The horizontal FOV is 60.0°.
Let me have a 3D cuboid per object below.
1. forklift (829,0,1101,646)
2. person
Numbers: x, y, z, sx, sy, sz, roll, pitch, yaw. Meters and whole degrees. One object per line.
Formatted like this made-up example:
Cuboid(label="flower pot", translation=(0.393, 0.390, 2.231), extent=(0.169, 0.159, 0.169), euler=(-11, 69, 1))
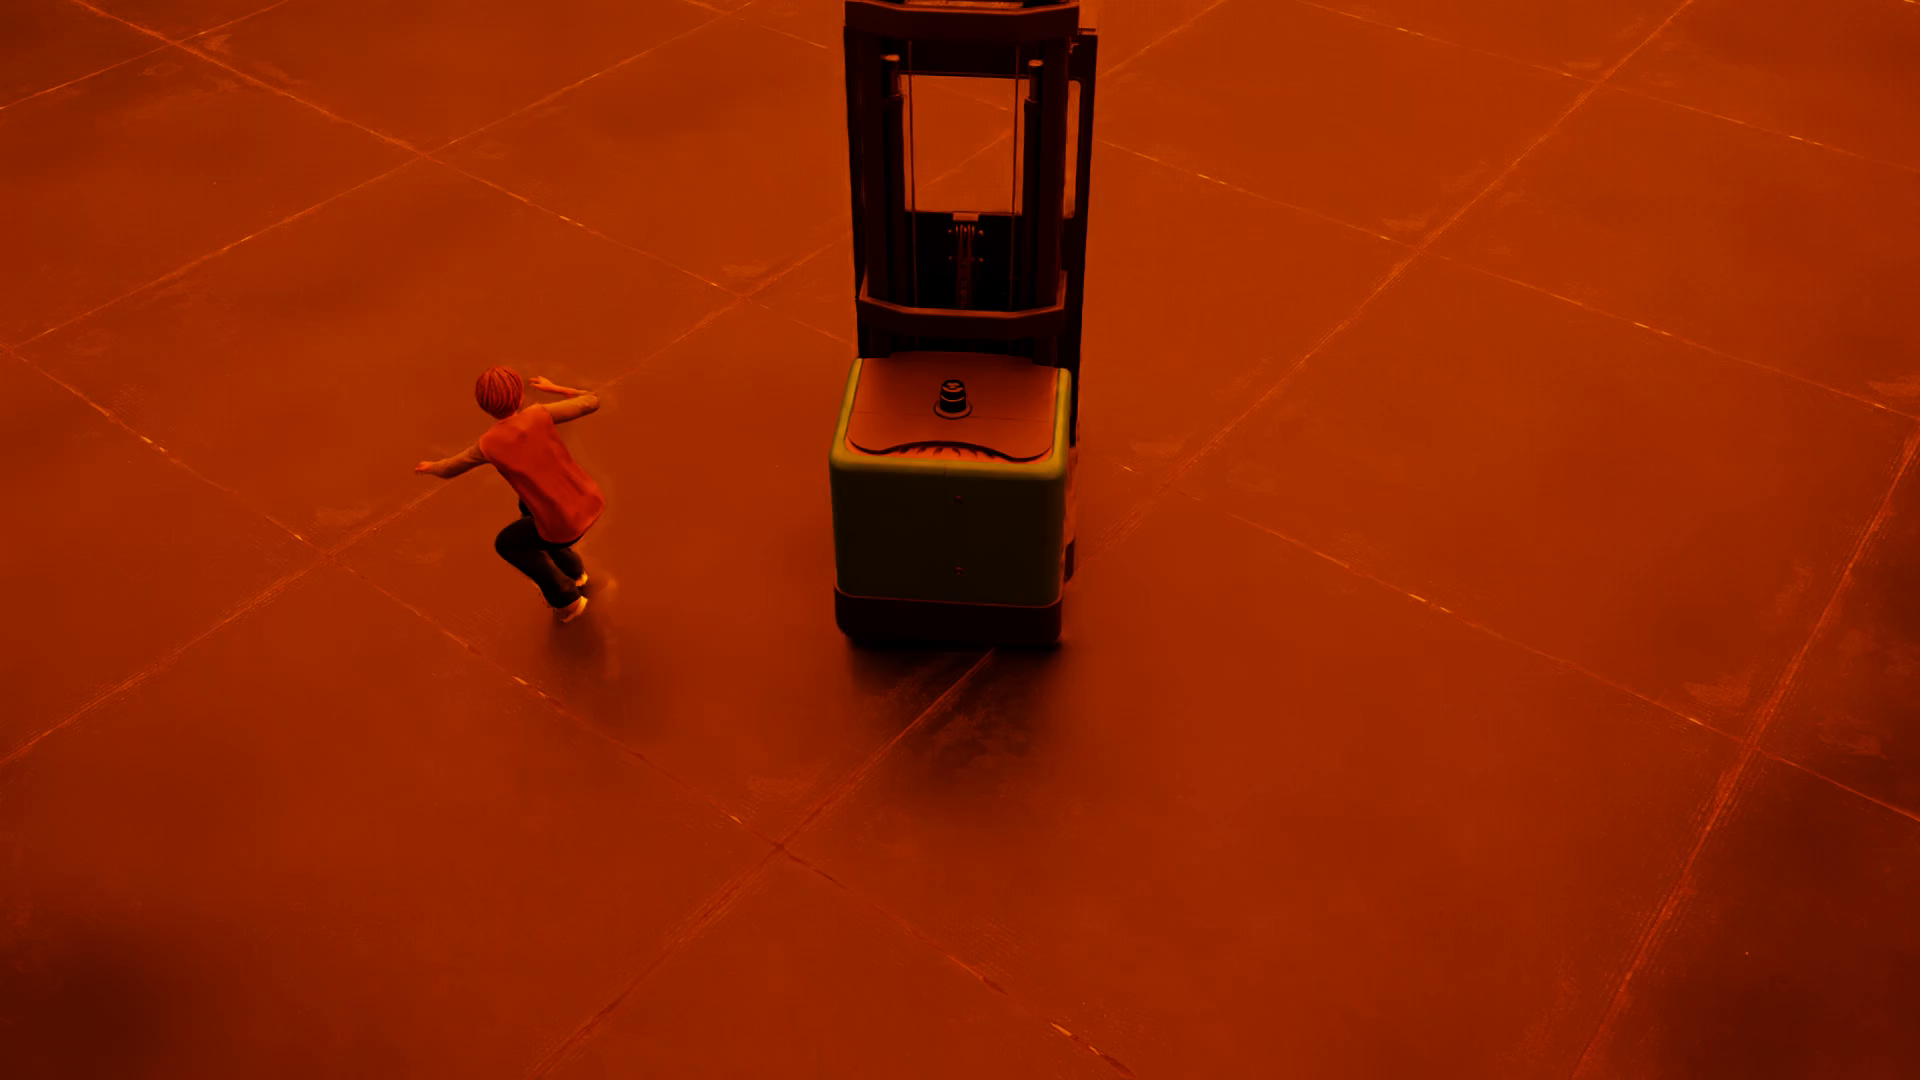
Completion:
Cuboid(label="forklift", translation=(0.068, -1.574, 7.920), extent=(1.130, 2.935, 3.031), euler=(3, 41, 4))
Cuboid(label="person", translation=(-1.997, -0.272, 7.630), extent=(0.881, 1.330, 0.643), euler=(25, 46, 26))
